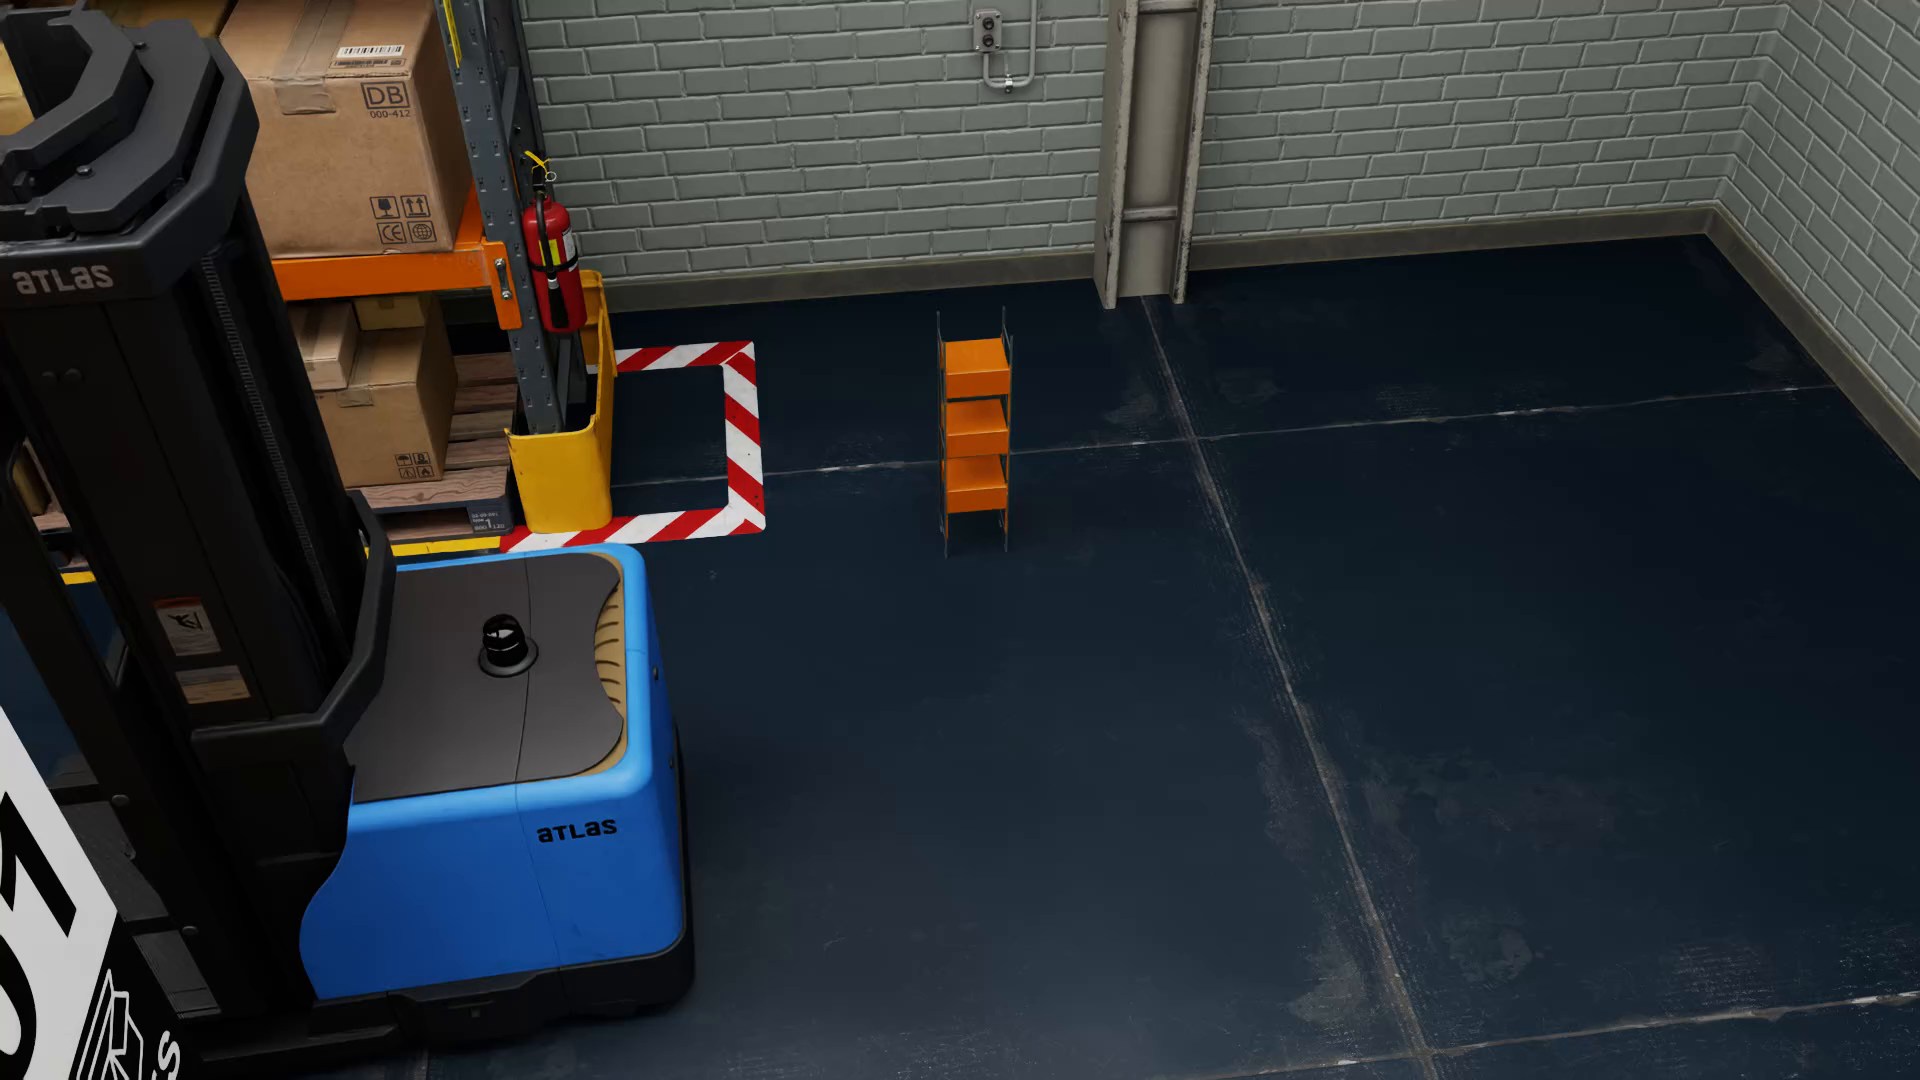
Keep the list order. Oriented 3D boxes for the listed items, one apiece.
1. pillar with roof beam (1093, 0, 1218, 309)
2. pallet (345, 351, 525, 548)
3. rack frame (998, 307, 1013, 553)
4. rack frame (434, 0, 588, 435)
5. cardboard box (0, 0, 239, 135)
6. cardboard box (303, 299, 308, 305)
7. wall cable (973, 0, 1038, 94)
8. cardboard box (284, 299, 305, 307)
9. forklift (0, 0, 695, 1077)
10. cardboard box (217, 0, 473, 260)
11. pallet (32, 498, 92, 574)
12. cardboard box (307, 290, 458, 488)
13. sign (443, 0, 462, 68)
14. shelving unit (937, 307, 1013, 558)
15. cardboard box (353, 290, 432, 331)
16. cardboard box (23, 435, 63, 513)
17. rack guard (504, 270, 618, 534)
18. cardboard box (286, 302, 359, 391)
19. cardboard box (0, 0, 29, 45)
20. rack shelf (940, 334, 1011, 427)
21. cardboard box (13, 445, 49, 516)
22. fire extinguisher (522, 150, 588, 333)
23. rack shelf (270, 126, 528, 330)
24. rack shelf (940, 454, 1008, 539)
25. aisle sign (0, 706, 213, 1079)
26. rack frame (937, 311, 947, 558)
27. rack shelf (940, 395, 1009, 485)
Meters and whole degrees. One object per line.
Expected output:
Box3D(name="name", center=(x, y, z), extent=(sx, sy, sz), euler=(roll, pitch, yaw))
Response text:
Box3D(name="pillar with roof beam", center=(1.427, -1.711, 1.928), extent=(0.400, 9.000, 9.100), euler=(-5, 42, -6))
Box3D(name="pallet", center=(-2.479, -0.376, 7.010), extent=(1.213, 0.211, 1.003), euler=(-5, 42, -6))
Box3D(name="rack frame", center=(0.174, -0.405, 6.415), extent=(0.008, 1.050, 0.200), euler=(-5, 42, -6))
Box3D(name="rack frame", center=(-1.696, -1.533, 6.210), extent=(0.127, 3.000, 1.000), euler=(-5, 42, -6))
Box3D(name="cardboard box", center=(-2.920, -1.523, 5.975), extent=(0.700, 0.700, 0.980), euler=(-5, 42, -6))
Box3D(name="cardboard box", center=(-2.873, -0.590, 6.718), extent=(0.500, 0.500, 0.700), euler=(-5, 42, -6))
Box3D(name="wall cable", center=(-0.549, -2.650, 6.690), extent=(1.851, 1.984, 0.084), euler=(-5, 42, -6))
Box3D(name="cardboard box", center=(-2.781, -0.974, 6.659), extent=(0.250, 0.149, 0.380), euler=(-5, 42, -5))
Box3D(name="forklift", center=(-2.386, 0.187, 4.354), extent=(3.031, 2.935, 1.130), euler=(-6, 42, -7))
Box3D(name="cardboard box", center=(-2.200, -1.594, 6.054), extent=(0.700, 0.700, 0.980), euler=(-3, 42, -4))
Box3D(name="pallet", center=(-3.686, -0.273, 6.895), extent=(1.213, 0.211, 1.003), euler=(-5, 42, -6))
Box3D(name="cardboard box", center=(-2.377, -0.634, 6.766), extent=(0.500, 0.500, 0.700), euler=(-5, 42, -6))
Box3D(name="sign", center=(-1.639, -1.690, 5.342), extent=(0.005, 0.325, 0.100), euler=(-5, 42, -6))
Box3D(name="shelving unit", center=(0.053, -0.394, 6.404), extent=(0.252, 1.050, 0.215), euler=(-5, 42, -6))
Box3D(name="cardboard box", center=(-2.279, -1.018, 6.708), extent=(0.250, 0.149, 0.380), euler=(-5, 42, -5))
Box3D(name="cardboard box", center=(-3.372, -0.546, 6.669), extent=(0.500, 0.500, 0.700), euler=(-6, 42, -7))
Box3D(name="rack guard", center=(-1.672, -0.607, 7.050), extent=(0.348, 0.500, 1.175), euler=(-5, 42, -6))
Box3D(name="cardboard box", center=(-2.481, -0.743, 6.402), extent=(0.250, 0.149, 0.380), euler=(-5, 42, -6))
Box3D(name="cardboard box", center=(-3.678, -1.463, 5.909), extent=(0.700, 0.700, 0.980), euler=(-7, 43, -8))
Box3D(name="rack shelf", center=(0.053, -0.597, 6.221), extent=(0.240, 0.259, 0.215), euler=(-5, 42, -6))
Box3D(name="cardboard box", center=(-3.900, -0.495, 6.612), extent=(0.500, 0.500, 0.700), euler=(-4, 42, -5))
Box3D(name="fire extinguisher", center=(-1.487, -1.073, 6.036), extent=(0.183, 0.674, 0.296), euler=(-5, 42, -6))
Box3D(name="rack shelf", center=(-3.679, -1.093, 6.259), extent=(4.000, 0.370, 1.077), euler=(-5, 42, -6))
Box3D(name="rack shelf", center=(0.053, -0.180, 6.597), extent=(0.240, 0.259, 0.215), euler=(-5, 42, -6))
Box3D(name="aisle sign", center=(-1.021, 0.590, 1.916), extent=(0.004, 0.787, 0.394), euler=(-5, 42, -6))
Box3D(name="rack frame", center=(-0.068, -0.384, 6.392), extent=(0.008, 1.050, 0.200), euler=(-5, 42, -6))
Box3D(name="rack shelf", center=(0.053, -0.387, 6.411), extent=(0.240, 0.259, 0.215), euler=(-5, 42, -6))
